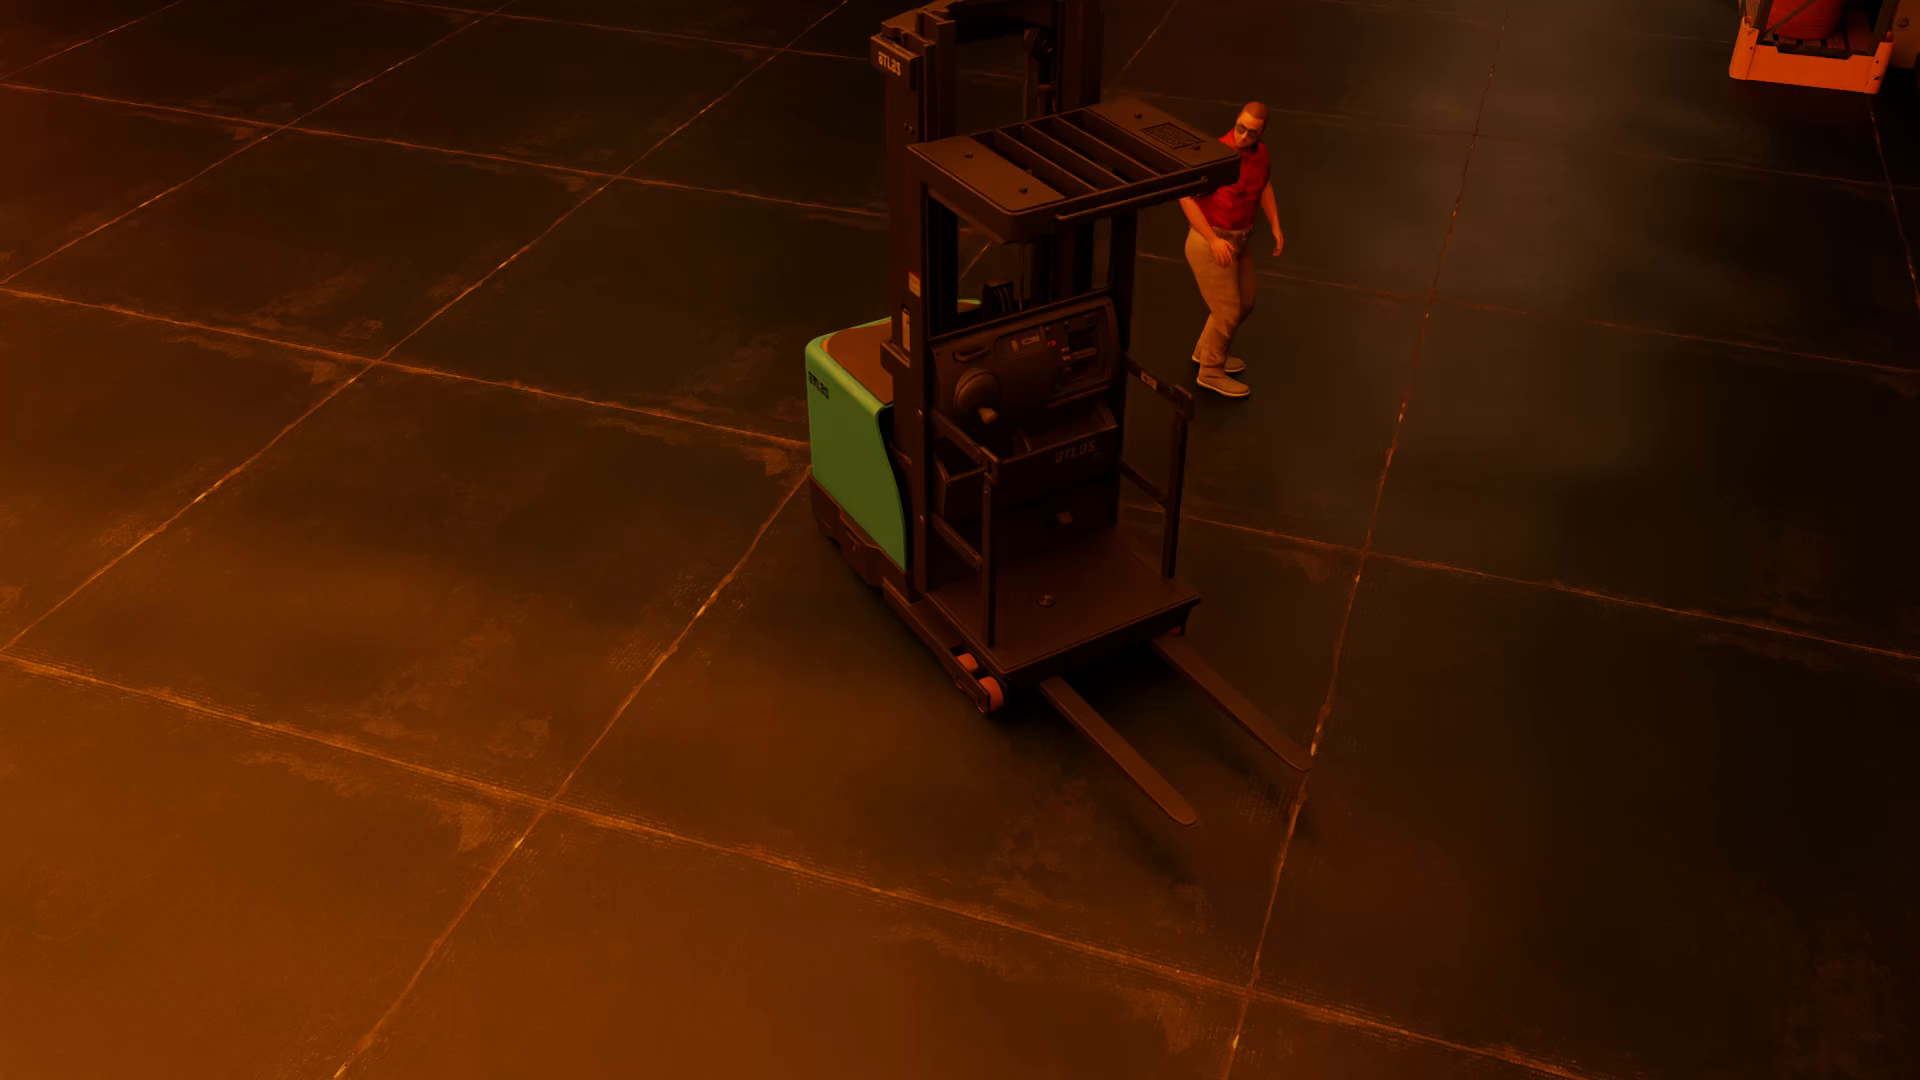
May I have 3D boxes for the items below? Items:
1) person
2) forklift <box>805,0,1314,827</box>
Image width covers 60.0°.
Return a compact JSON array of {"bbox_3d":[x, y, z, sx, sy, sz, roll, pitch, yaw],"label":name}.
[{"bbox_3d":[1.603,-1.693,9.576,0.507,1.696,0.736,25,42,31],"label":"person"},{"bbox_3d":[0.410,-0.719,7.125,1.130,2.935,3.031,-19,40,-25],"label":"forklift"}]
